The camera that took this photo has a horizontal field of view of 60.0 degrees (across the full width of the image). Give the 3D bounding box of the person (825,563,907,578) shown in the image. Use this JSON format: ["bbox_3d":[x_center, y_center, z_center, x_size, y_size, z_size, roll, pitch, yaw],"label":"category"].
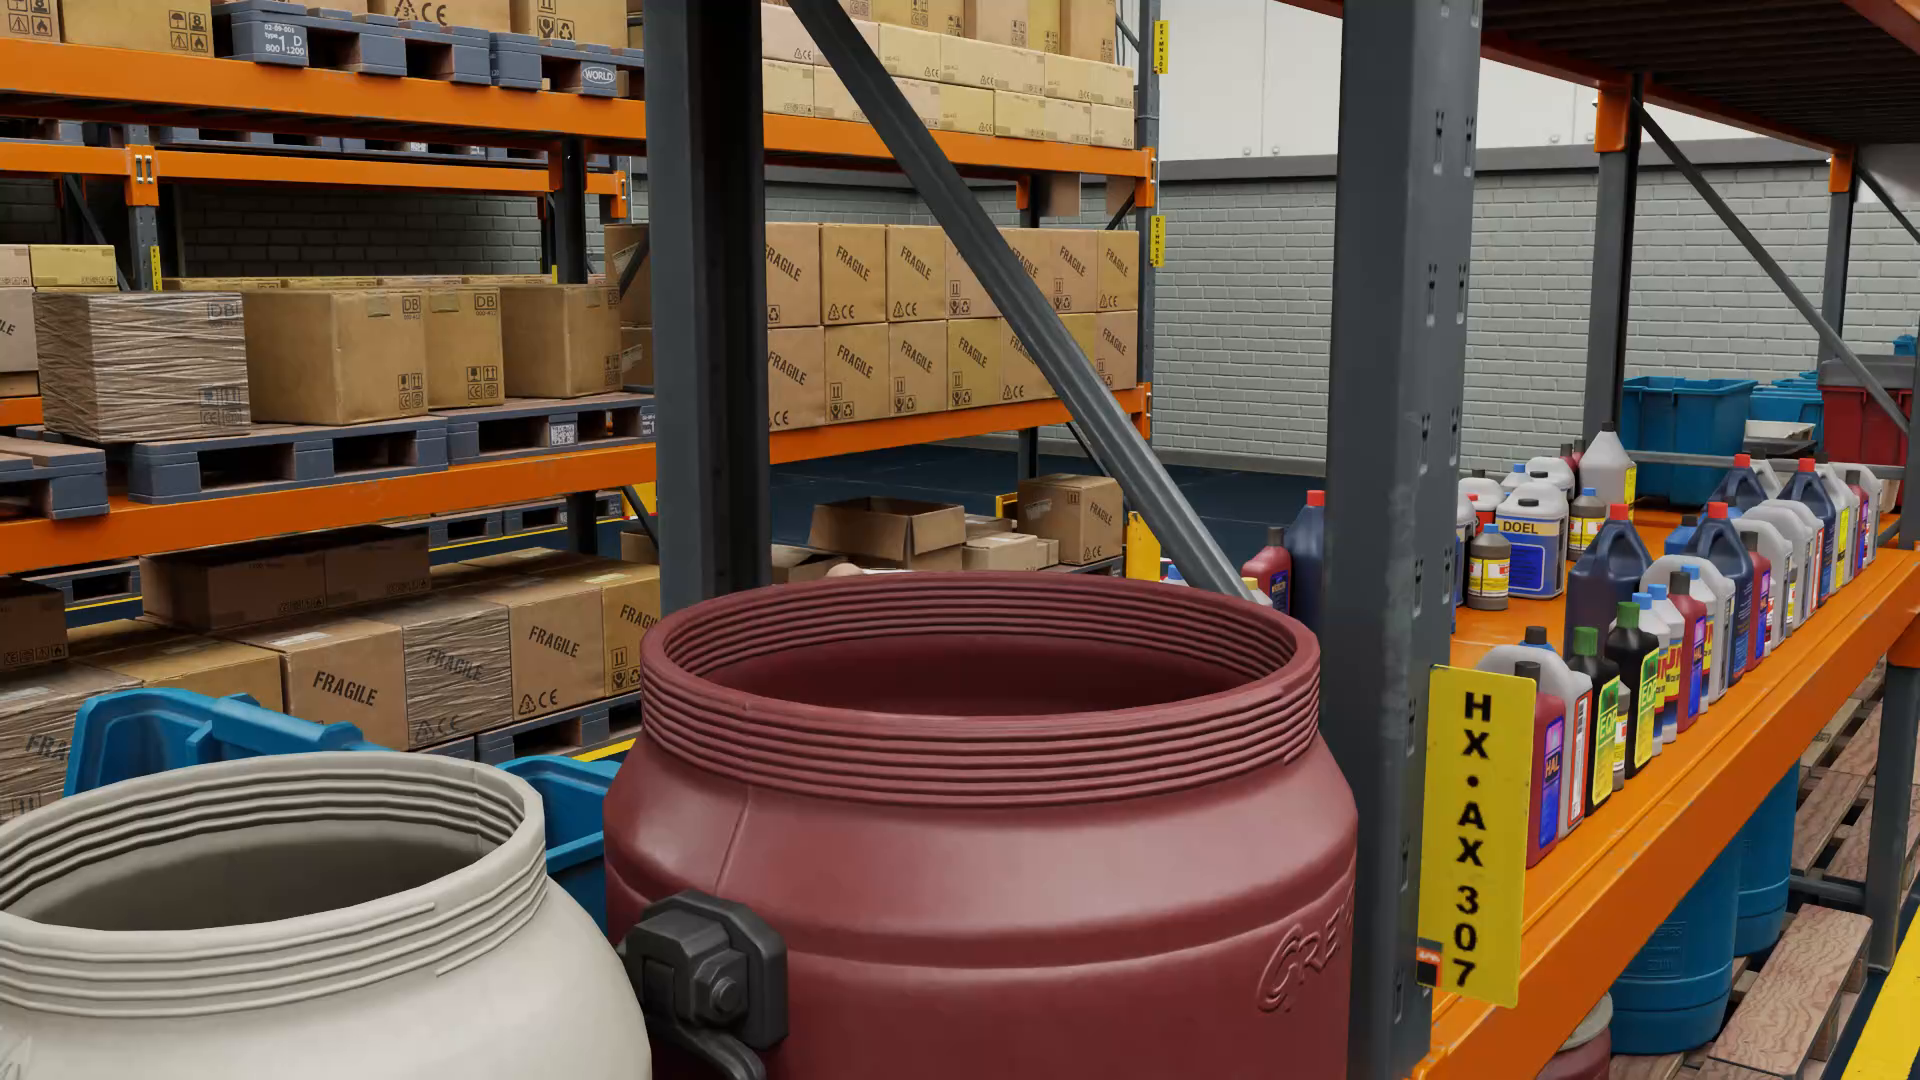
[{"bbox_3d":[-0.330,0.500,7.256,0.599,0.862,0.879,7,12,36],"label":"person"}]
